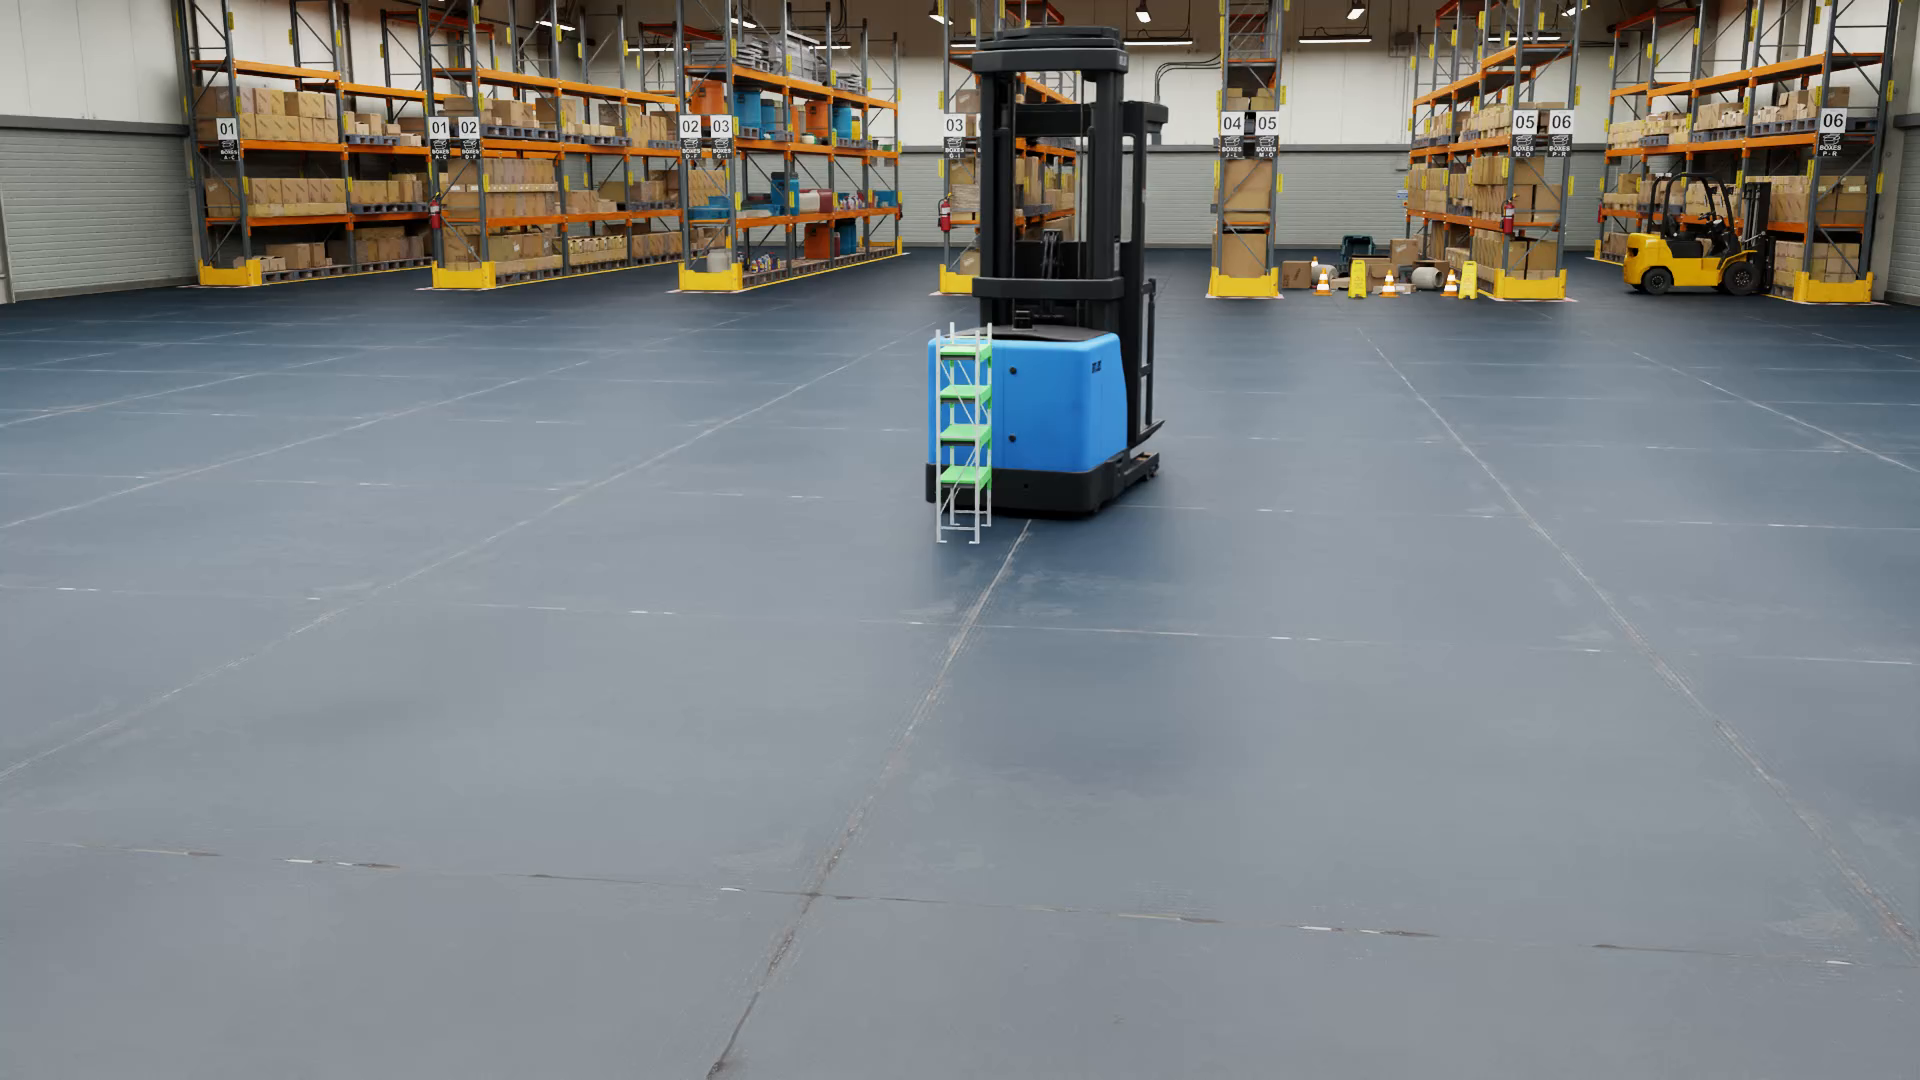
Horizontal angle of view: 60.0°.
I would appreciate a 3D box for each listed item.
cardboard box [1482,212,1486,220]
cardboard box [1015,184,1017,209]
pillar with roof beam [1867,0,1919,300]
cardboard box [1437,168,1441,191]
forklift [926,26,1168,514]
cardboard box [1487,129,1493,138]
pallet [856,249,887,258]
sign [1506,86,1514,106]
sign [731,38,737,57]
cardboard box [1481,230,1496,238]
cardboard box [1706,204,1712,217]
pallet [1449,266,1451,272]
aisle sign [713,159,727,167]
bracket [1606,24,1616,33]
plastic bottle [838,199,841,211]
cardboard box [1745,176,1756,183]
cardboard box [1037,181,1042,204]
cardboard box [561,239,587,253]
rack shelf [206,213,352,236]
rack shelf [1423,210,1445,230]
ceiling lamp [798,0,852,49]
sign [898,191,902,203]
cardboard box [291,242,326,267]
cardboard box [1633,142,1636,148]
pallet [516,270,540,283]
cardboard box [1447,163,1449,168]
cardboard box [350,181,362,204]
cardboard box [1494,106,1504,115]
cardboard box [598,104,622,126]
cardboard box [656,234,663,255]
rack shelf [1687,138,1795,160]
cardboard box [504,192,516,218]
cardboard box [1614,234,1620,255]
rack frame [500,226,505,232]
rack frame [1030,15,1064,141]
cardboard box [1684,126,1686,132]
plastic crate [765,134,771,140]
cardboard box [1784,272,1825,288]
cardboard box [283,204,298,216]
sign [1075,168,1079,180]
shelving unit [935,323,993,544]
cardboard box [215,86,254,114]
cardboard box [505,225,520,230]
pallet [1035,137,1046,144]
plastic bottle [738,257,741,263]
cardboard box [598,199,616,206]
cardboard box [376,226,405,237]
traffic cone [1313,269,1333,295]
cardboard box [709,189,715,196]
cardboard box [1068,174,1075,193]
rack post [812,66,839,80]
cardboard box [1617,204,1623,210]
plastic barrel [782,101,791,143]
[{"bbox_3d":[10.045,-6.103,31.289,0.380,0.149,0.250,2,12,9],"label":"cardboard box"},{"bbox_3d":[0.694,-6.971,33.775,0.875,0.500,0.500,2,12,9],"label":"cardboard box"},{"bbox_3d":[11.651,-8.742,28.699,9.100,9.000,0.400,2,12,9],"label":"pillar with roof beam"},{"bbox_3d":[11.207,-8.244,38.015,0.500,0.500,0.500,2,12,9],"label":"cardboard box"},{"bbox_3d":[0.749,-1.859,11.160,1.130,2.935,3.031,4,13,19],"label":"forklift"},{"bbox_3d":[10.041,-7.568,30.967,0.380,0.149,0.250,2,12,8],"label":"cardboard box"},{"bbox_3d":[-2.579,-7.740,44.906,1.003,0.211,1.213,2,12,9],"label":"pallet"},{"bbox_3d":[9.456,-7.636,28.583,0.100,0.325,0.005,2,12,9],"label":"sign"},{"bbox_3d":[-4.142,-9.008,30.427,0.100,0.325,0.005,2,12,9],"label":"sign"},{"bbox_3d":[10.065,-5.791,31.453,0.380,0.149,0.250,3,12,12],"label":"cardboard box"},{"bbox_3d":[15.591,-6.742,34.013,0.500,0.250,0.500,2,12,10],"label":"cardboard box"},{"bbox_3d":[11.110,-5.854,36.156,1.003,0.211,1.213,2,12,9],"label":"pallet"},{"bbox_3d":[-6.805,-10.963,47.073,0.394,0.787,0.004,2,12,9],"label":"aisle sign"},{"bbox_3d":[18.750,-14.701,47.802,0.235,0.232,0.430,2,12,9],"label":"bracket"},{"bbox_3d":[-2.896,-8.055,40.025,0.061,0.283,0.133,2,12,9],"label":"plastic bottle"},{"bbox_3d":[15.180,-6.842,31.637,0.380,0.149,0.250,2,12,10],"label":"cardboard box"},{"bbox_3d":[1.409,-7.722,36.970,0.700,0.500,0.500,4,13,17],"label":"cardboard box"},{"bbox_3d":[-8.571,-6.507,36.766,0.500,0.311,0.500,2,12,8],"label":"cardboard box"},{"bbox_3d":[-14.166,-6.582,34.621,1.077,0.370,4.000,2,12,9],"label":"rack shelf"},{"bbox_3d":[11.539,-7.444,38.624,1.077,0.370,4.000,2,12,9],"label":"rack shelf"},{"bbox_3d":[-4.233,-15.951,48.293,2.000,3.185,0.800,2,12,9],"label":"ceiling lamp"},{"bbox_3d":[-1.678,-9.592,46.494,0.100,0.325,0.005,2,12,9],"label":"sign"},{"bbox_3d":[-13.979,-6.125,35.685,0.500,0.500,0.500,1,12,4],"label":"cardboard box"},{"bbox_3d":[16.648,-9.638,40.570,0.380,0.149,0.250,2,12,8],"label":"cardboard box"},{"bbox_3d":[-9.312,-5.408,34.086,1.003,0.211,1.213,2,12,9],"label":"pallet"},{"bbox_3d":[12.176,-9.178,40.812,0.380,0.149,0.250,2,12,9],"label":"cardboard box"},{"bbox_3d":[-13.747,-7.718,36.906,0.700,0.500,0.500,2,12,9],"label":"cardboard box"},{"bbox_3d":[9.964,-7.848,30.373,0.380,0.149,0.250,2,12,10],"label":"cardboard box"},{"bbox_3d":[-8.275,-10.117,39.588,0.500,0.500,0.500,2,12,9],"label":"cardboard box"},{"bbox_3d":[-7.764,-7.423,41.708,0.500,0.500,0.500,1,12,7],"label":"cardboard box"},{"bbox_3d":[15.829,-7.918,33.702,1.077,0.370,4.000,2,12,9],"label":"rack shelf"},{"bbox_3d":[-9.336,-6.716,33.297,0.700,0.500,0.500,2,12,9],"label":"cardboard box"},{"bbox_3d":[16.830,-7.461,41.928,0.500,0.500,0.500,2,12,10],"label":"cardboard box"},{"bbox_3d":[-12.628,-9.015,44.204,1.000,3.000,0.127,2,12,9],"label":"rack frame"},{"bbox_3d":[2.055,-11.466,41.338,1.000,3.000,0.127,2,12,9],"label":"rack frame"},{"bbox_3d":[16.078,-8.996,36.408,0.380,0.149,0.250,2,12,10],"label":"cardboard box"},{"bbox_3d":[-3.917,-8.019,33.088,0.243,0.136,0.396,2,12,9],"label":"plastic crate"},{"bbox_3d":[14.667,-4.524,28.893,0.500,0.250,0.500,2,12,9],"label":"cardboard box"},{"bbox_3d":[-13.935,-6.759,34.045,0.500,0.250,0.500,2,12,8],"label":"cardboard box"},{"bbox_3d":[3.204,-10.027,45.592,0.100,0.325,0.005,2,12,9],"label":"sign"},{"bbox_3d":[0.025,-0.621,9.527,0.258,1.200,0.503,2,12,9],"label":"shelving unit"},{"bbox_3d":[-14.175,-8.603,32.515,0.500,0.500,0.500,1,12,5],"label":"cardboard box"},{"bbox_3d":[-12.179,-8.533,45.365,0.380,0.149,0.250,2,12,11],"label":"cardboard box"},{"bbox_3d":[1.181,-8.584,35.529,1.213,0.211,1.003,2,12,9],"label":"pallet"},{"bbox_3d":[-4.548,-5.630,33.920,0.152,0.276,0.135,2,12,9],"label":"plastic bottle"},{"bbox_3d":[-8.447,-7.905,39.264,0.500,0.311,0.500,3,12,12],"label":"cardboard box"},{"bbox_3d":[-13.452,-7.274,39.234,0.500,0.250,0.500,2,12,10],"label":"cardboard box"},{"bbox_3d":[6.580,-4.678,30.102,0.336,0.463,0.334,2,12,9],"label":"traffic cone"},{"bbox_3d":[-7.076,-9.423,45.860,0.500,0.500,0.500,2,12,9],"label":"cardboard box"},{"bbox_3d":[2.855,-9.695,45.229,0.500,0.500,0.500,2,12,9],"label":"cardboard box"},{"bbox_3d":[-3.383,-10.909,38.933,0.954,0.300,0.937,2,12,9],"label":"rack post"},{"bbox_3d":[16.778,-8.381,41.857,0.380,0.149,0.250,2,12,10],"label":"cardboard box"},{"bbox_3d":[-4.005,-9.125,36.406,0.600,0.901,0.708,2,12,9],"label":"plastic barrel"}]
